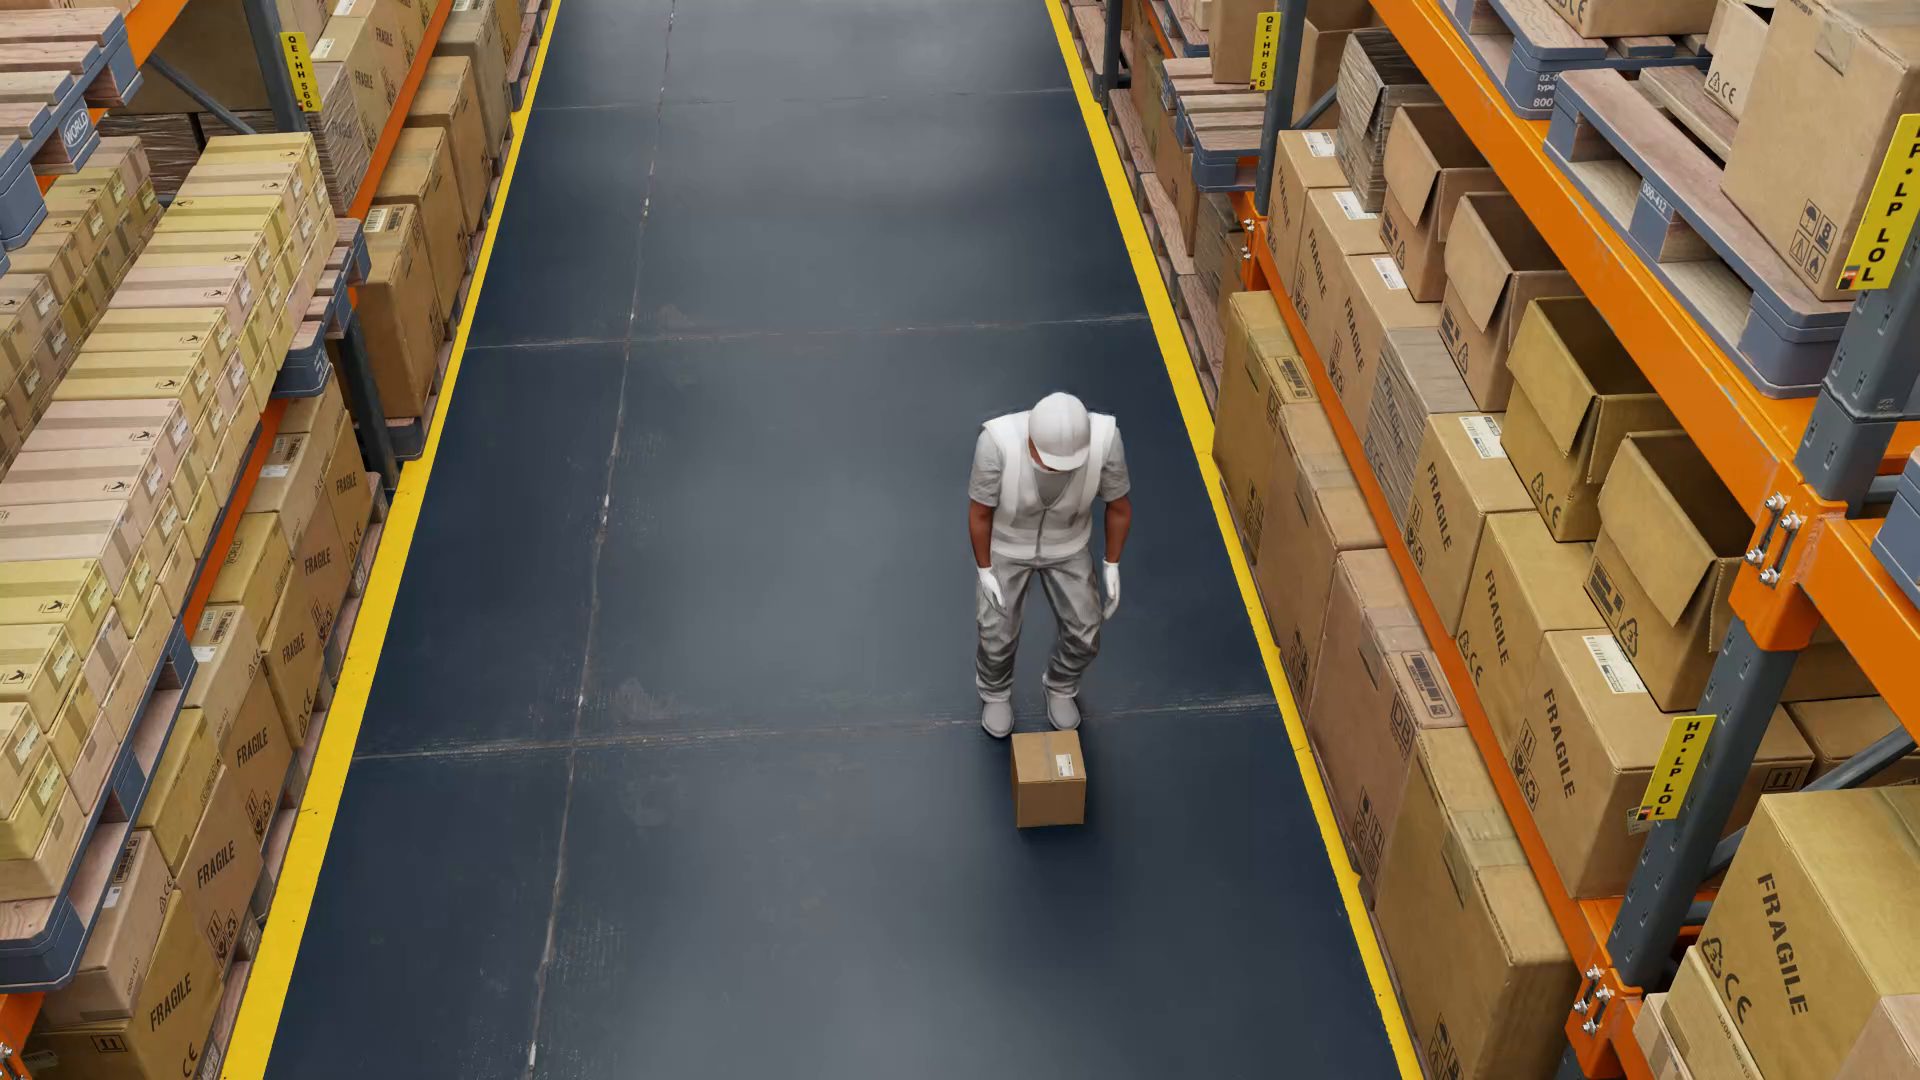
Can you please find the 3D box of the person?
[{"bbox_3d":[0.324,0.062,6.174,0.594,1.644,0.584,-2,39,-3],"label":"person"}]
